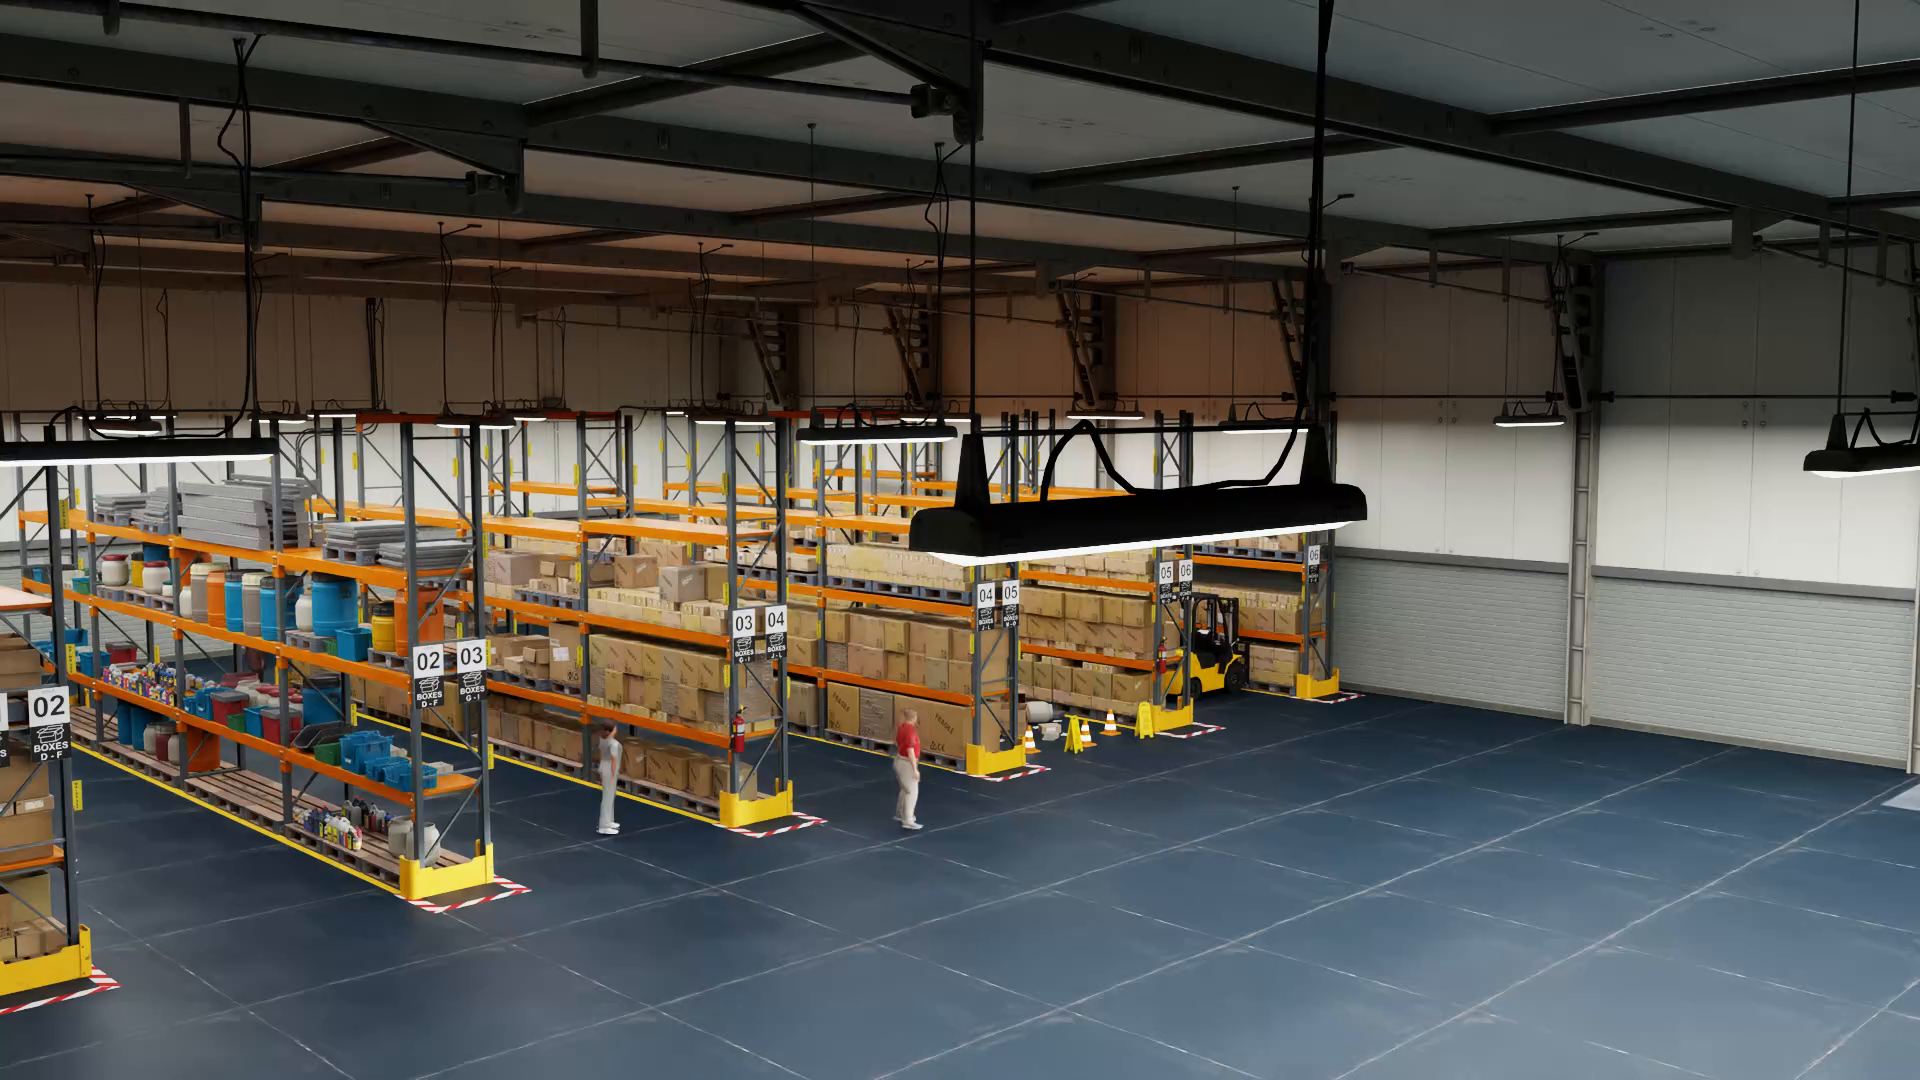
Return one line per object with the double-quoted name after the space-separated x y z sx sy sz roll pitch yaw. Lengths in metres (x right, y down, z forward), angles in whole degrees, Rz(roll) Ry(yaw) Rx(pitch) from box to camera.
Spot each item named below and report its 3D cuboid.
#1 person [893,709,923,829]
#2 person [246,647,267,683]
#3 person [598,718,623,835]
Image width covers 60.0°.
-0.783 3.361 24.546 0.378 1.731 0.637 -1 5 -16 "person"
-14.568 2.496 34.429 0.645 1.681 0.471 4 6 39 "person"
-5.101 3.396 24.147 0.411 1.684 0.650 -3 6 -31 "person"
